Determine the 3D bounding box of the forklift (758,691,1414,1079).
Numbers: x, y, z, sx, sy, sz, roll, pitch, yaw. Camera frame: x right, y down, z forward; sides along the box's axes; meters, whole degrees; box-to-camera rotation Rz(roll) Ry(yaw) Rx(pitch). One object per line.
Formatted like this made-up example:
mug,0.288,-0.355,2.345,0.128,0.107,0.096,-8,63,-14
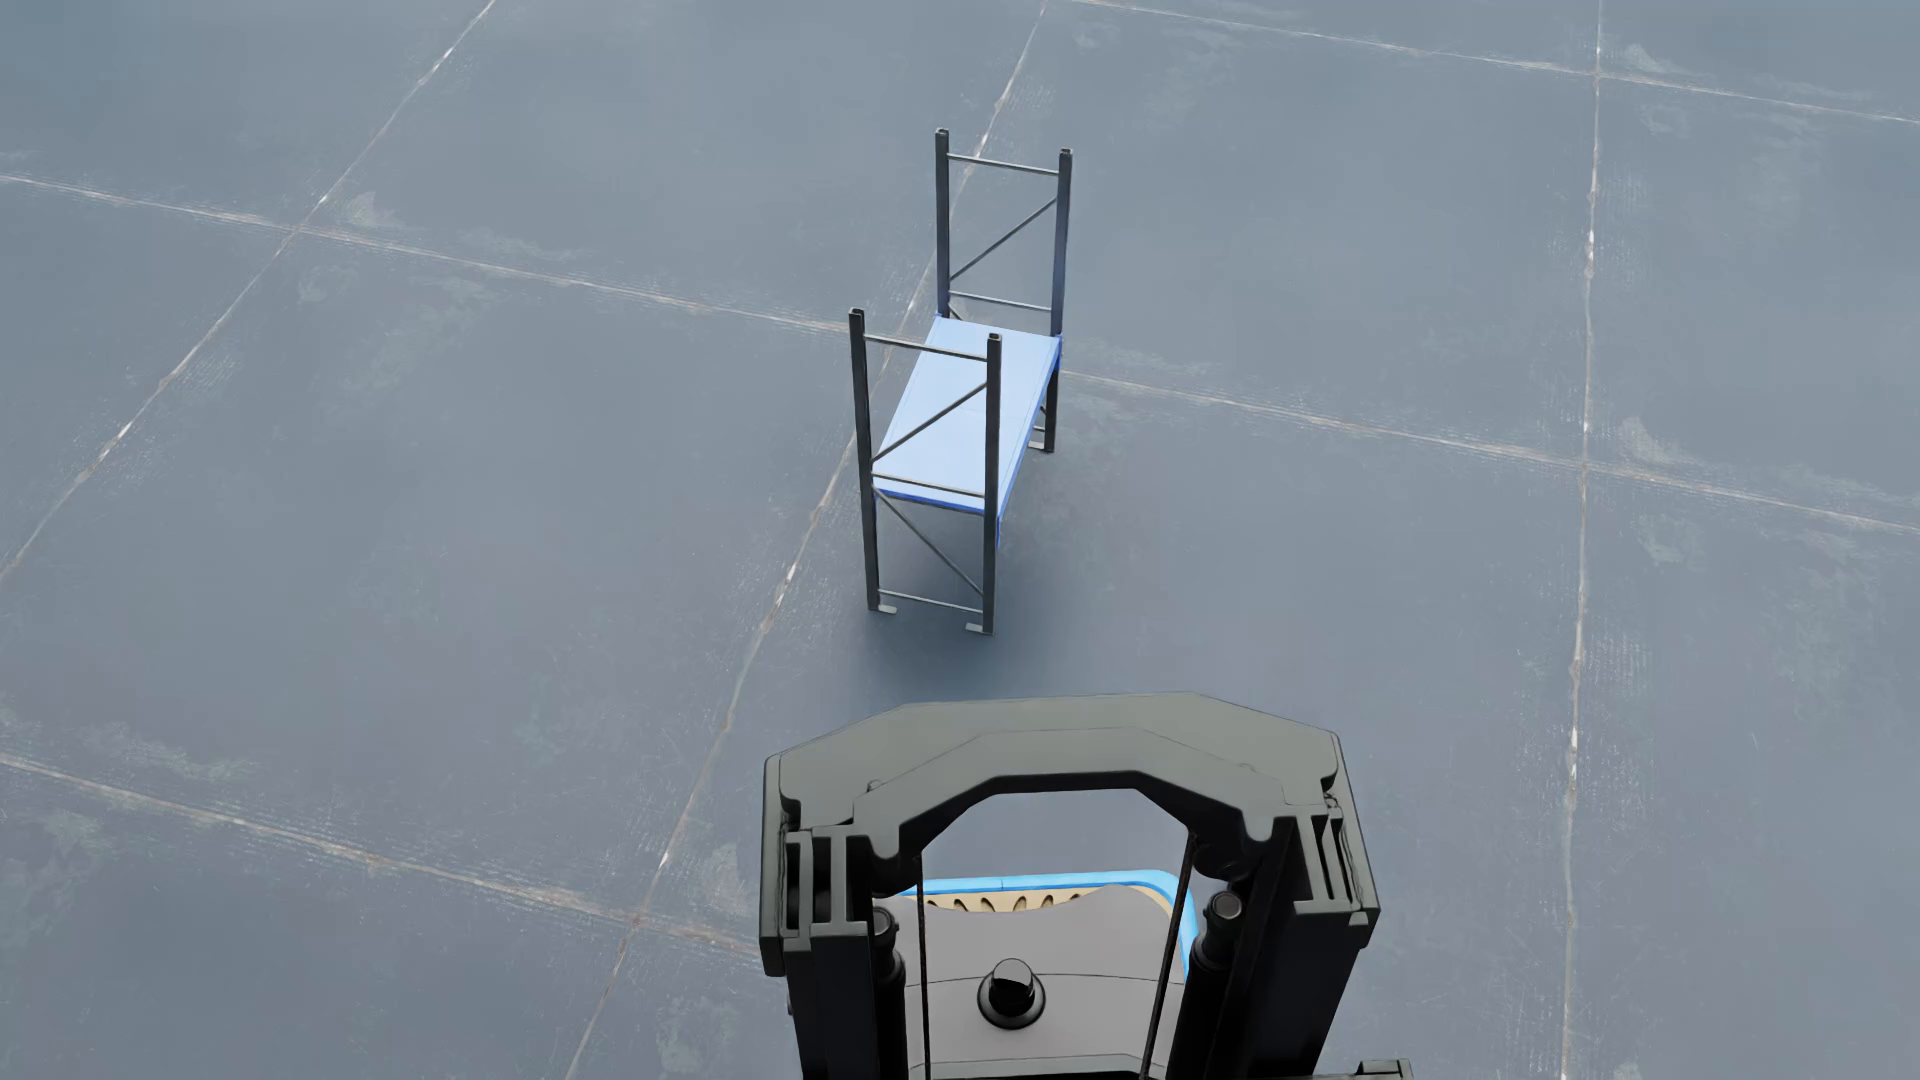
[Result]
forklift,0.186,1.749,3.171,1.130,2.935,3.031,-2,49,-2

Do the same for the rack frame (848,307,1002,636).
rack frame,-0.111,-0.190,5.836,0.500,1.500,0.032,12,50,10

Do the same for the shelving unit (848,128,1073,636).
shelving unit,0.022,-0.558,6.161,0.538,1.500,1.048,12,50,10

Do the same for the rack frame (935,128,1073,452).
rack frame,0.156,-0.926,6.486,0.500,1.500,0.032,12,50,10

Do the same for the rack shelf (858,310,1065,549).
rack shelf,0.022,-0.439,6.296,0.538,0.185,1.000,12,50,10
